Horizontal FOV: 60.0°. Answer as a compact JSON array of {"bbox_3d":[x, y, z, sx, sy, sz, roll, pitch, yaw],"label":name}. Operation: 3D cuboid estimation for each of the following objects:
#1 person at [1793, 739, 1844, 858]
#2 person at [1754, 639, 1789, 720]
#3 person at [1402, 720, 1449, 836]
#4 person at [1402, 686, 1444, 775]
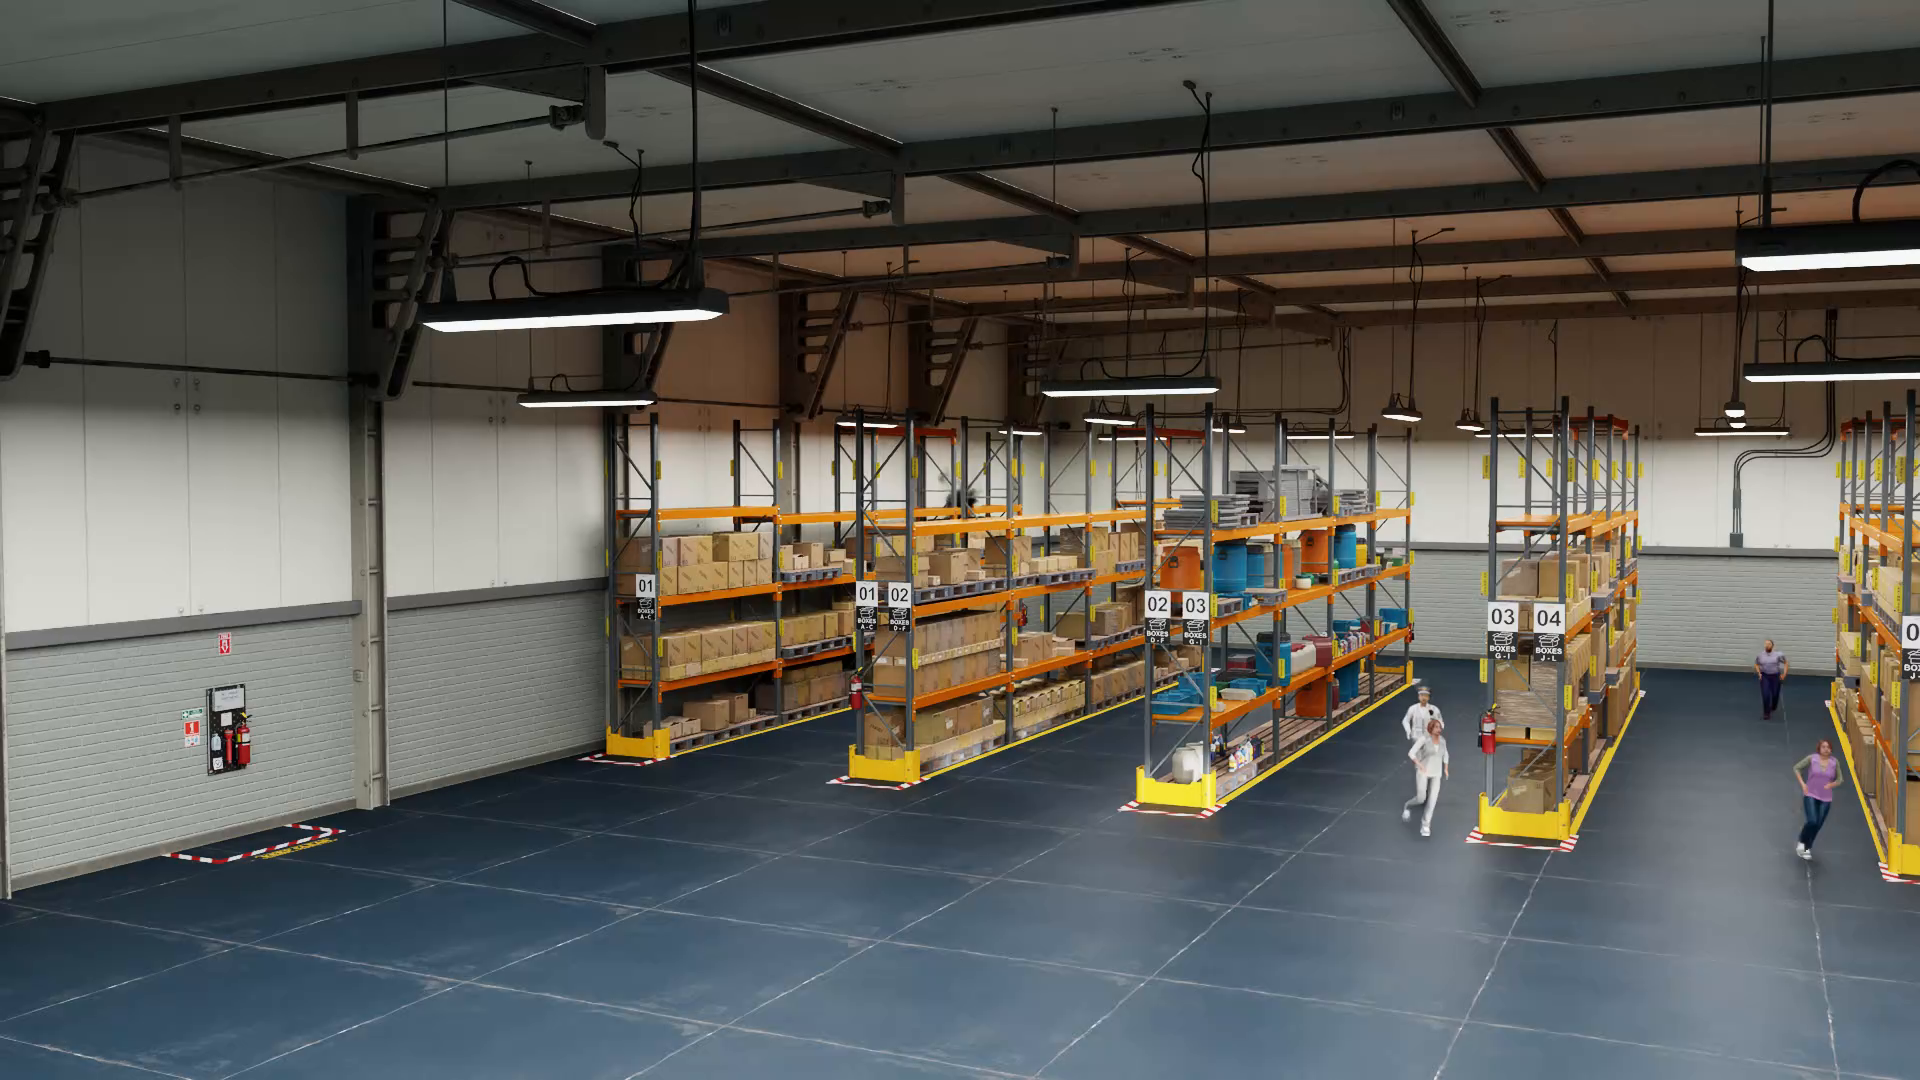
[{"bbox_3d":[11.015,3.323,21.312,0.538,1.573,0.574,0,2,11],"label":"person"},{"bbox_3d":[16.332,2.803,33.493,0.625,1.620,0.619,2,3,33],"label":"person"},{"bbox_3d":[6.509,3.257,22.971,0.600,1.548,0.742,0,2,-7],"label":"person"},{"bbox_3d":[7.173,3.086,25.773,0.622,1.654,0.718,1,2,16],"label":"person"}]
